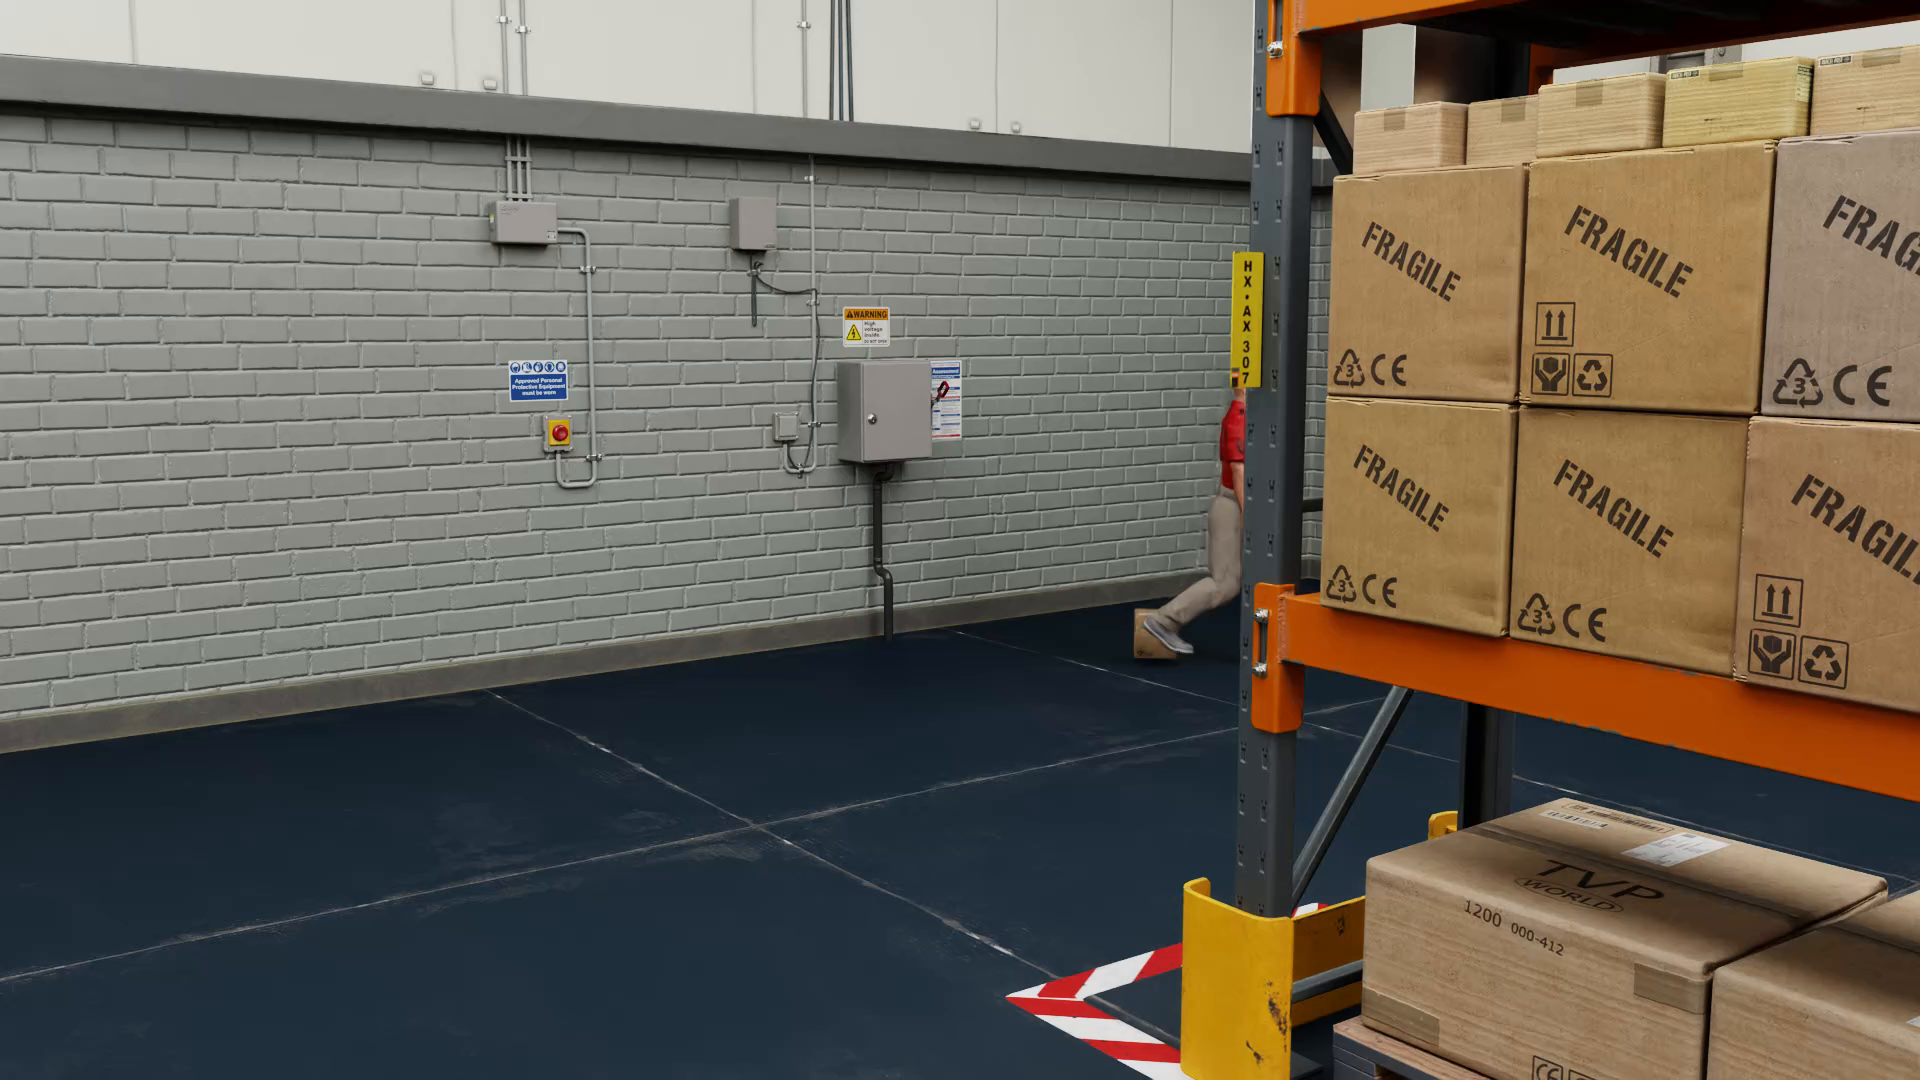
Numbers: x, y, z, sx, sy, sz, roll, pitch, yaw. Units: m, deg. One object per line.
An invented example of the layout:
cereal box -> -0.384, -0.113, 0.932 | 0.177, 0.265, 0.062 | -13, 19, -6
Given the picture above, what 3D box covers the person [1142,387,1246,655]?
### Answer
person -> 1.521, -0.135, 9.340 | 0.963, 1.684, 0.550 | 2, 8, 11
